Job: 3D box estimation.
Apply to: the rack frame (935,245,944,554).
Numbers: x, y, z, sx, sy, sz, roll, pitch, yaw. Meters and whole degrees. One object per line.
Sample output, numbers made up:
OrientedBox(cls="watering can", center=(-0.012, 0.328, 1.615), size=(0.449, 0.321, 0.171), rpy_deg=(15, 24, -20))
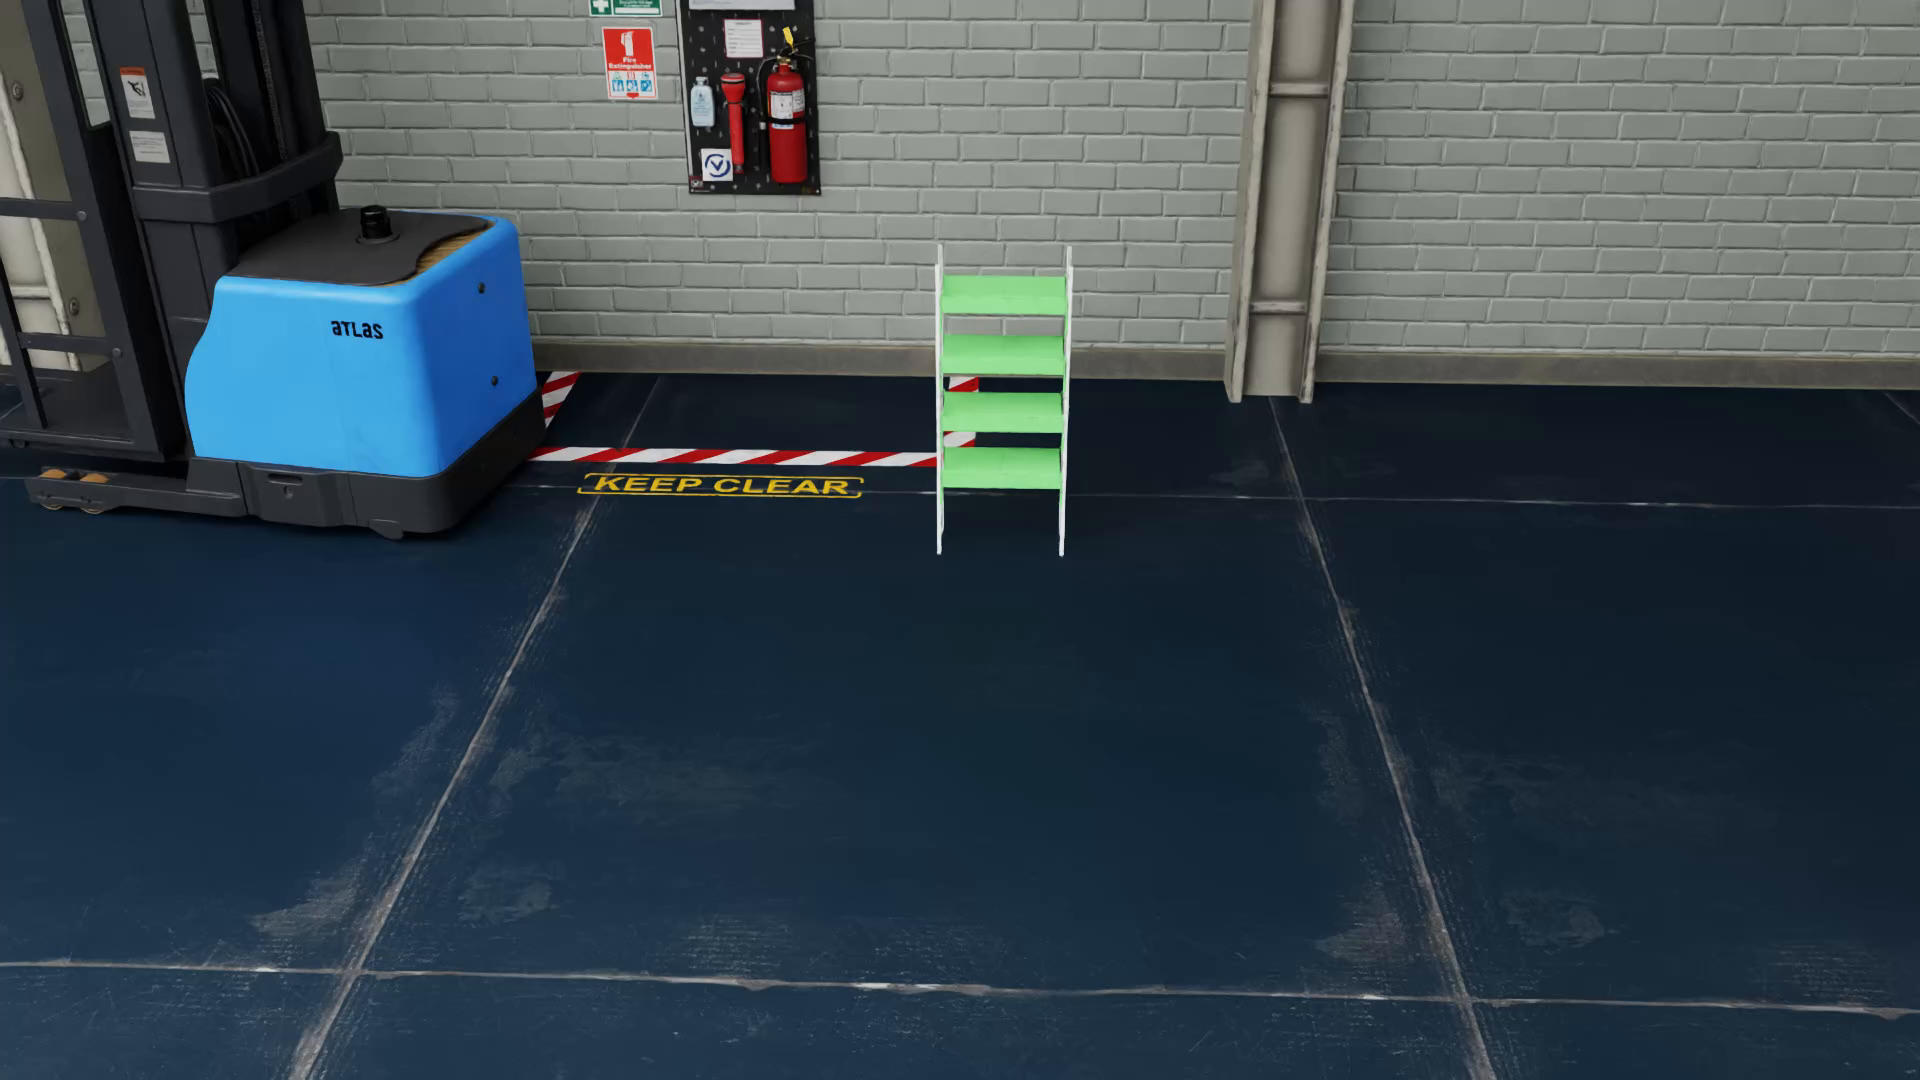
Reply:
OrientedBox(cls="rack frame", center=(-0.078, -0.531, 6.471), size=(0.015, 1.200, 0.240), rpy_deg=(1, 28, 2))

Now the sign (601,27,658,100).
OrientedBox(cls="sign", center=(-1.516, -2.189, 7.639), size=(0.234, 0.329, 0.001), rpy_deg=(1, 28, 2))

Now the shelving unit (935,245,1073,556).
OrientedBox(cls="shelving unit", center=(0.165, -0.527, 6.464), size=(0.503, 1.200, 0.258), rpy_deg=(1, 28, 2))

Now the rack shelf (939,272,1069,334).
OrientedBox(cls="rack shelf", center=(0.165, -0.895, 6.269), size=(0.480, 0.148, 0.258), rpy_deg=(1, 28, 2))

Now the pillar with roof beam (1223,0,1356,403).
OrientedBox(cls="pillar with roof beam", center=(1.349, -2.693, 2.222), size=(0.400, 9.000, 9.100), rpy_deg=(1, 28, 2))

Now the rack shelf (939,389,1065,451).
OrientedBox(cls="rack shelf", center=(0.165, -0.471, 6.494), size=(0.480, 0.148, 0.258), rpy_deg=(1, 28, 2))

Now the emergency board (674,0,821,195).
OrientedBox(cls="emergency board", center=(-0.967, -2.116, 7.539), size=(0.643, 1.169, 0.194), rpy_deg=(1, 28, 2))

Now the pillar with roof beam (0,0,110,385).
OrientedBox(cls="pillar with roof beam", center=(-4.647, -2.792, 2.409), size=(0.400, 9.000, 9.100), rpy_deg=(1, 28, 2))

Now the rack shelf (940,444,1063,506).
OrientedBox(cls="rack shelf", center=(0.165, -0.259, 6.606), size=(0.480, 0.148, 0.258), rpy_deg=(1, 28, 2))

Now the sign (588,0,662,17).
OrientedBox(cls="sign", center=(-1.512, -2.419, 7.507), size=(0.331, 0.109, 0.001), rpy_deg=(1, 28, 2))

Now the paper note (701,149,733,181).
OrientedBox(cls="paper note", center=(-1.142, -1.762, 7.812), size=(0.142, 0.148, 0.016), rpy_deg=(1, 28, 2))

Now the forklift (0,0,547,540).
OrientedBox(cls="forklift", center=(-3.427, -1.638, 6.711), size=(3.031, 2.935, 1.130), rpy_deg=(6, 28, 11))

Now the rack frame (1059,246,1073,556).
OrientedBox(cls="rack frame", center=(0.409, -0.523, 6.456), size=(0.015, 1.200, 0.240), rpy_deg=(1, 28, 2))

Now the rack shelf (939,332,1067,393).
OrientedBox(cls="rack shelf", center=(0.165, -0.683, 6.381), size=(0.480, 0.148, 0.258), rpy_deg=(1, 28, 2))
